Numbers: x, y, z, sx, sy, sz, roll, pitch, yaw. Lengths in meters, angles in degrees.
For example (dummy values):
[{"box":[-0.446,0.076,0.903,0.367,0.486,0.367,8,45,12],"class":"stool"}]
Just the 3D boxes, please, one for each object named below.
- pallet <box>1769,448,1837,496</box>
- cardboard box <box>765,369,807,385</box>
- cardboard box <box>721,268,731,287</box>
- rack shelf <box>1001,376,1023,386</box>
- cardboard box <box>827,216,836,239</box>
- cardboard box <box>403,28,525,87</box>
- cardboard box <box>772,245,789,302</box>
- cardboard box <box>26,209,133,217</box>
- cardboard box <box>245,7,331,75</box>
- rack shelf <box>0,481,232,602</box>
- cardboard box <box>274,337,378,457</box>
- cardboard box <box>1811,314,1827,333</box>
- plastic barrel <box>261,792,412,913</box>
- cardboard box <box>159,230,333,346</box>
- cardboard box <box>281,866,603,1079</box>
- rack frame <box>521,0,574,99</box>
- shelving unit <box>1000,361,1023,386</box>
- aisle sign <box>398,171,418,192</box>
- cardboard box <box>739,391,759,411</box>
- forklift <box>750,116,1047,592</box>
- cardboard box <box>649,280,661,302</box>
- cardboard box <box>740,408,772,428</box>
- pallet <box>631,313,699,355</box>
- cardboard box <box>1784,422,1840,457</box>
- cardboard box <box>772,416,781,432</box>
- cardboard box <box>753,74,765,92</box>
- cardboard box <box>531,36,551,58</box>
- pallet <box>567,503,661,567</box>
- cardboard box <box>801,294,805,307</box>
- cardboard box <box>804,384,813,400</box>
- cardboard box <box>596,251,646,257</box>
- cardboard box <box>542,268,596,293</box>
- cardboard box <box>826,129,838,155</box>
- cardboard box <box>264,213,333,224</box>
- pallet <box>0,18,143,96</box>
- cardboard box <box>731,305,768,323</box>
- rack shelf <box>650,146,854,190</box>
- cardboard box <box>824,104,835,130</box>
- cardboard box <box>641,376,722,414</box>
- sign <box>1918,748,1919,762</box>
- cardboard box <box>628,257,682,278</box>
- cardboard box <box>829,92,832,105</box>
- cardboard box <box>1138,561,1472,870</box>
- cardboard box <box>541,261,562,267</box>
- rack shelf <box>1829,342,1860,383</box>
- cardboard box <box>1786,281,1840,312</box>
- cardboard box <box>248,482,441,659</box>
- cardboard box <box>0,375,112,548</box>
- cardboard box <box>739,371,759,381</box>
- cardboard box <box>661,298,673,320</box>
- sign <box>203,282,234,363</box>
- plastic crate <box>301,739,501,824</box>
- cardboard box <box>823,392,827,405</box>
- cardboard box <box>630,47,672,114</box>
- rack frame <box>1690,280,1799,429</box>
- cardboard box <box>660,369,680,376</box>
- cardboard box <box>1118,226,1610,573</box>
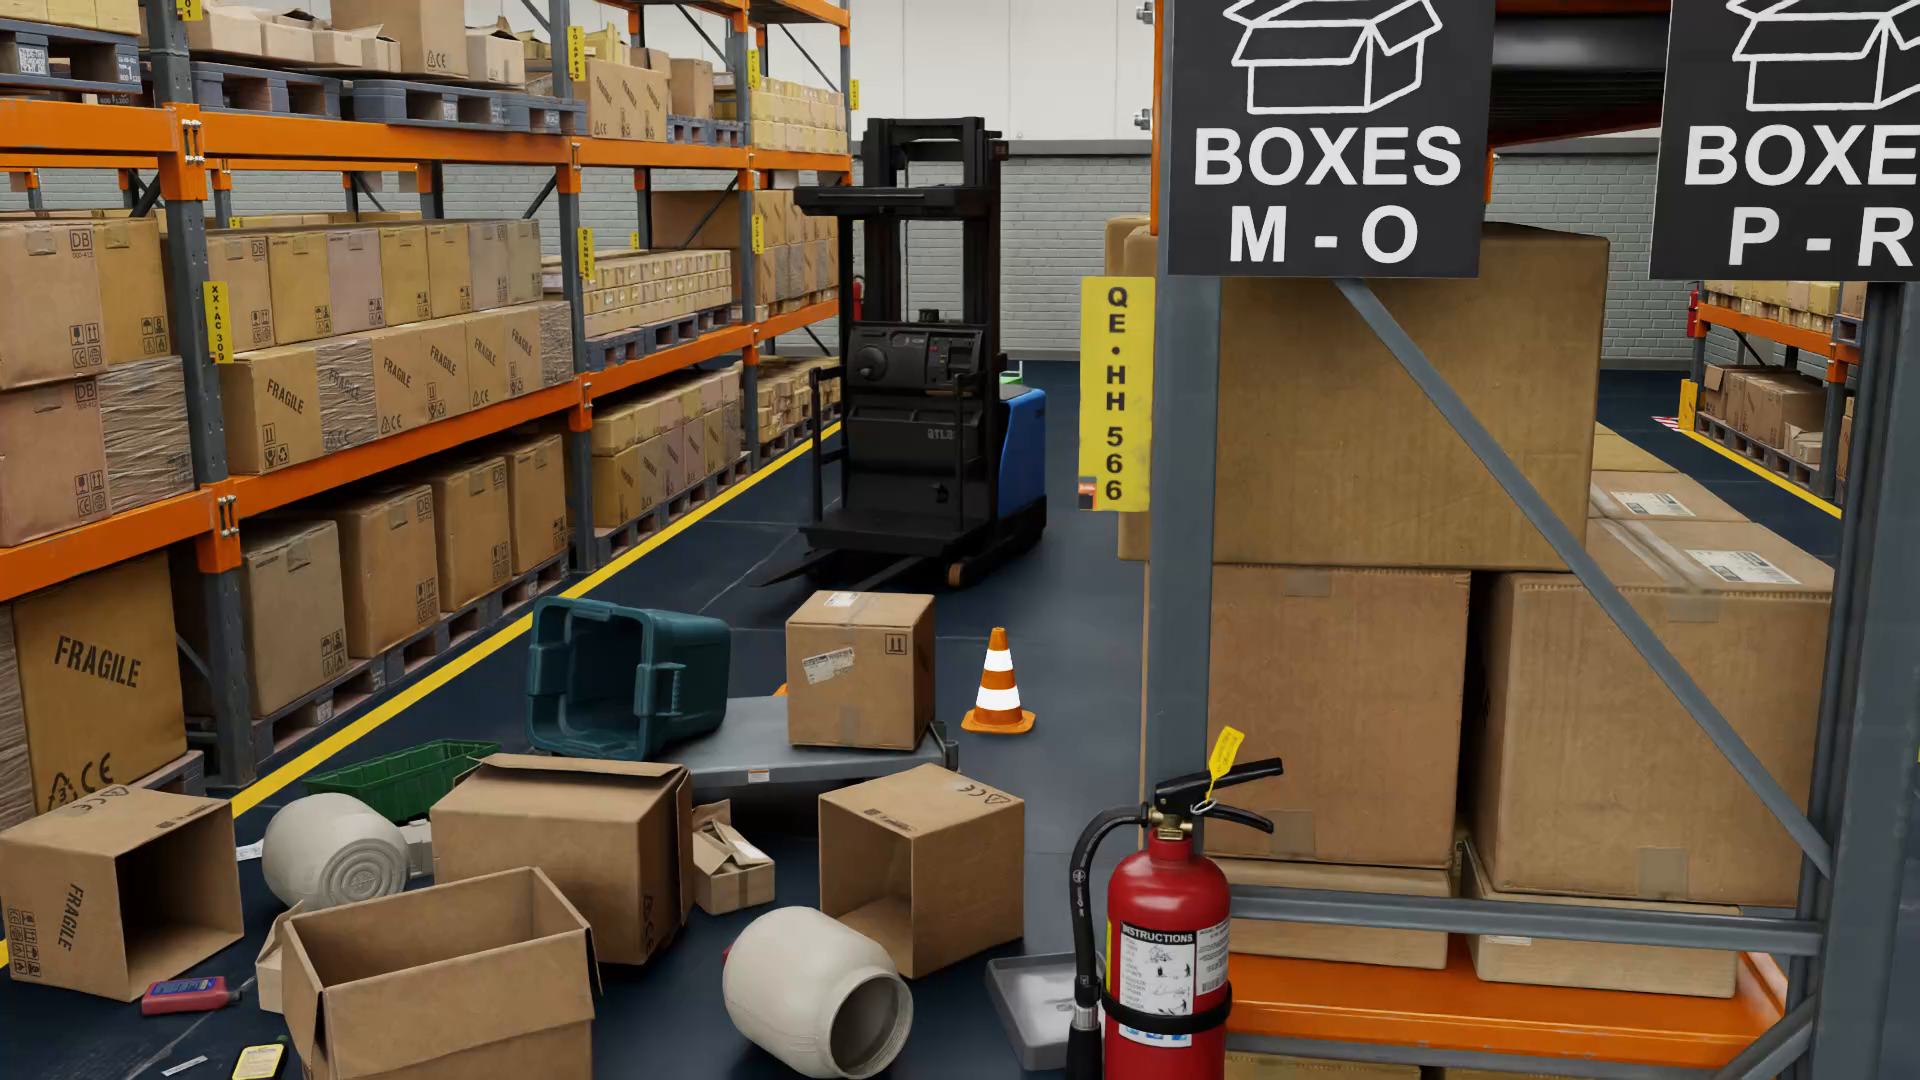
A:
[{"box":[7.619,-0.575,14.161,1.003,0.211,1.213,2,12,9],"class":"pallet"},{"box":[-1.764,-1.642,16.851,0.380,0.149,0.250,1,12,7],"class":"cardboard box"},{"box":[-2.166,-2.233,14.130,0.380,0.149,0.250,2,12,10],"class":"cardboard box"},{"box":[0.271,-1.131,12.418,0.258,0.148,0.480,5,13,21],"class":"rack shelf"},{"box":[-1.587,-3.402,17.341,0.500,0.500,0.500,1,12,7],"class":"cardboard box"},{"box":[-2.779,-2.712,9.314,0.500,0.311,0.500,2,12,9],"class":"cardboard box"},{"box":[-1.905,-2.487,15.471,0.500,0.500,0.500,2,12,9],"class":"cardboard box"},{"box":[-7.392,-2.540,14.041,0.797,0.503,0.637,2,12,9],"class":"cardboard box"},{"box":[-3.478,-2.478,8.231,0.500,0.311,0.500,1,12,7],"class":"cardboard box"},{"box":[-3.837,0.339,5.010,1.077,0.370,4.000,2,12,9],"class":"rack shelf"},{"box":[-3.106,-0.684,7.811,0.500,0.500,0.500,2,12,9],"class":"cardboard box"},{"box":[7.331,-1.802,13.831,0.380,0.149,0.250,2,12,10],"class":"cardboard box"},{"box":[-2.189,1.116,5.811,0.421,0.421,0.512,-10,16,-40],"class":"plastic barrel"},{"box":[-3.382,-1.178,7.728,0.700,0.500,0.500,2,12,8],"class":"cardboard box"},{"box":[-1.470,1.315,4.696,0.797,0.503,0.637,-7,14,-30],"class":"cardboard box"},{"box":[-2.915,-4.195,10.098,1.000,3.000,0.127,2,12,9],"class":"rack frame"},{"box":[0.271,-0.724,12.506,0.258,1.200,0.503,5,13,21],"class":"shelving unit"},{"box":[-6.262,-4.385,19.051,0.394,0.787,0.004,2,12,9],"class":"aisle sign"},{"box":[-2.042,-1.262,15.088,0.380,0.149,0.250,2,12,11],"class":"cardboard box"},{"box":[-0.373,-1.222,10.707,1.130,2.935,3.031,5,13,21],"class":"forklift"},{"box":[-2.445,-1.852,12.361,0.380,0.149,0.250,2,12,8],"class":"cardboard box"},{"box":[-1.928,-1.117,15.120,0.380,0.149,0.250,2,12,11],"class":"cardboard box"},{"box":[-2.651,-1.582,12.668,1.003,0.211,1.213,2,12,9],"class":"pallet"},{"box":[7.363,-0.864,14.375,0.396,0.266,0.258,2,12,11],"class":"cardboard box"},{"box":[-1.898,-1.081,15.658,0.380,0.149,0.250,2,12,8],"class":"cardboard box"},{"box":[-1.941,-4.035,14.701,0.380,0.149,0.250,1,12,6],"class":"cardboard box"},{"box":[-2.932,-3.513,11.998,0.396,0.266,0.258,2,12,9],"class":"cardboard box"},{"box":[-2.793,-0.062,11.778,1.003,0.211,1.213,2,12,9],"class":"pallet"},{"box":[-1.765,-2.407,16.636,0.380,0.149,0.250,2,12,10],"class":"cardboard box"},{"box":[-1.686,-1.496,16.880,0.380,0.149,0.250,3,12,11],"class":"cardboard box"},{"box":[-2.851,-2.343,13.931,0.380,0.149,0.250,2,12,10],"class":"cardboard box"},{"box":[-2.651,-1.726,11.071,0.380,0.149,0.250,2,12,9],"class":"cardboard box"},{"box":[-1.564,-4.111,17.184,0.500,0.250,0.500,2,12,9],"class":"cardboard box"},{"box":[-7.061,-3.245,17.798,0.500,0.500,0.500,2,12,7],"class":"cardboard box"},{"box":[-3.666,-1.682,5.771,1.003,0.211,1.213,2,12,9],"class":"pallet"},{"box":[-1.933,-2.020,14.844,0.380,0.149,0.250,2,12,11],"class":"cardboard box"},{"box":[-1.992,-3.626,16.285,1.077,0.370,4.000,2,12,9],"class":"rack shelf"},{"box":[-1.581,-4.354,17.127,0.500,0.250,0.500,2,12,7],"class":"cardboard box"},{"box":[-2.256,-1.175,13.481,0.500,0.250,0.500,2,12,11],"class":"cardboard box"},{"box":[1.298,0.137,2.183,0.100,0.325,0.005,2,12,9],"class":"sign"},{"box":[-2.370,-2.107,12.837,0.380,0.149,0.250,1,12,6],"class":"cardboard box"},{"box":[-1.559,-4.632,17.470,0.380,0.149,0.250,2,12,9],"class":"cardboard box"},{"box":[0.573,0.226,2.879,0.500,0.500,0.500,2,12,8],"class":"cardboard box"},{"box":[-3.131,-1.965,12.177,0.380,0.149,0.250,2,12,9],"class":"cardboard box"},{"box":[7.205,-1.027,11.348,1.077,0.370,4.000,2,12,9],"class":"rack shelf"},{"box":[7.412,-2.086,14.203,0.500,0.250,0.500,2,12,9],"class":"cardboard box"},{"box":[-3.371,0.132,8.603,1.050,0.750,0.750,2,12,9],"class":"cardboard box"},{"box":[-3.637,-0.310,5.957,0.875,0.550,0.550,2,12,9],"class":"cardboard box"},{"box":[-2.228,-1.602,16.664,0.380,0.149,0.250,2,12,9],"class":"cardboard box"},{"box":[-2.403,-1.761,12.646,0.380,0.149,0.250,1,12,7],"class":"cardboard box"},{"box":[-2.981,-0.874,6.684,0.100,0.325,0.005,2,12,9],"class":"sign"},{"box":[-2.262,0.996,6.791,0.450,0.188,0.662,-3,8,40],"class":"plastic crate"},{"box":[-1.624,-1.514,17.667,0.380,0.149,0.250,2,12,8],"class":"cardboard box"},{"box":[-2.667,-3.500,12.750,0.797,0.503,0.637,2,12,8],"class":"cardboard box"},{"box":[8.128,-2.628,17.068,1.000,3.000,0.127,2,12,9],"class":"rack frame"},{"box":[-2.674,-1.299,14.059,0.500,0.250,0.500,1,12,6],"class":"cardboard box"},{"box":[0.624,-0.254,2.735,0.700,0.500,0.500,2,12,7],"class":"cardboard box"}]
